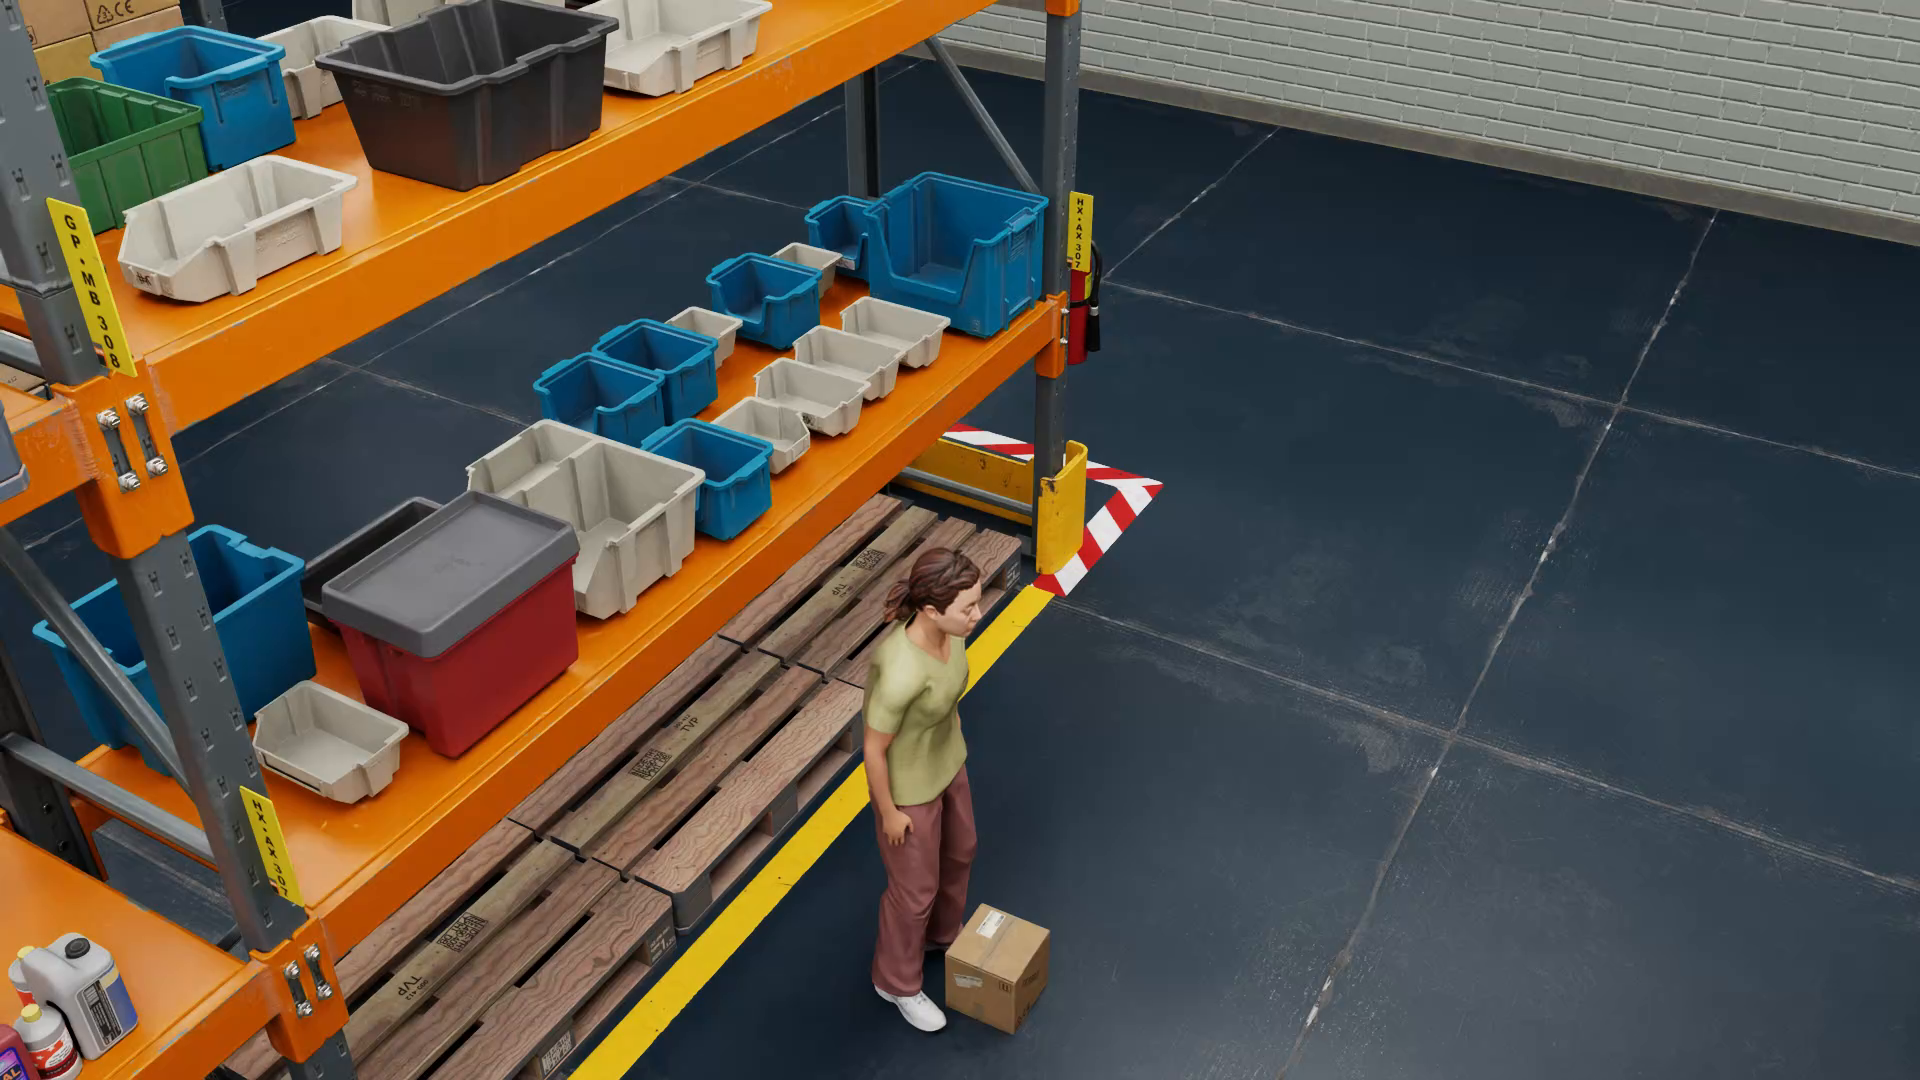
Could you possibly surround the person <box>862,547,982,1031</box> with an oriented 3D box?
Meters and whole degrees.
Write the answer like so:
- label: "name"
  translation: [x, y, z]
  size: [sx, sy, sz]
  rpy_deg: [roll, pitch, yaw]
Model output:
- label: "person"
  translation: [-0.099, 0.730, 5.073]
  size: [0.362, 1.671, 0.511]
  rpy_deg: [16, 37, 22]
